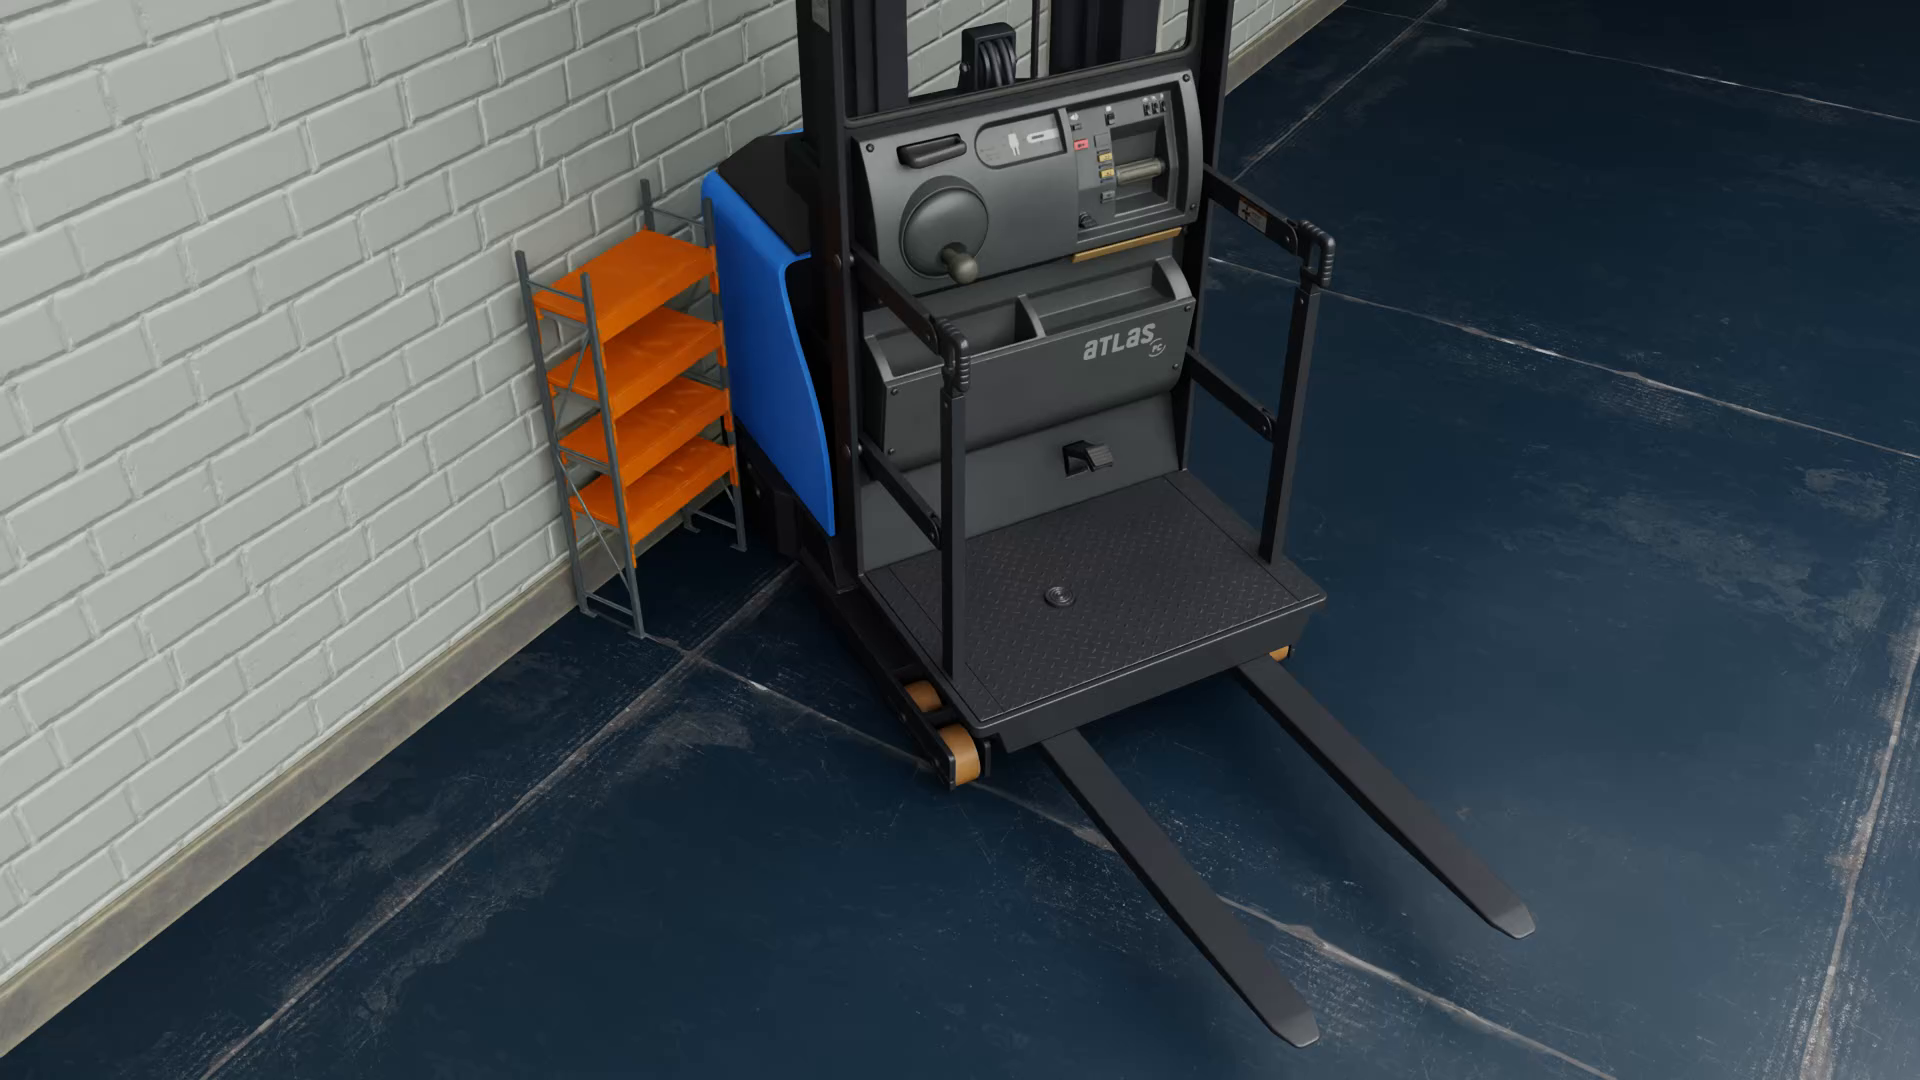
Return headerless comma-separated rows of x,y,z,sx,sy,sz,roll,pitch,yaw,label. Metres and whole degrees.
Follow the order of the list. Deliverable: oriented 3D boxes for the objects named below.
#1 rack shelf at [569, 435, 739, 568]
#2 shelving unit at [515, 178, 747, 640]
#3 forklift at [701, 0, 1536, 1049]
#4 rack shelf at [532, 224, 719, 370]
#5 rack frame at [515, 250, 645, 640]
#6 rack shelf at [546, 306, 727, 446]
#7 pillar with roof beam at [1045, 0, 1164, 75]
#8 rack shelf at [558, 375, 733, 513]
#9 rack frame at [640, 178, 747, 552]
-0.902,-0.141,4.885,0.258,0.148,0.480,21,42,25,rack shelf
-0.902,-0.351,4.723,0.258,1.200,0.503,21,42,25,shelving unit
0.293,-0.826,3.920,1.130,2.935,3.031,-18,41,-22,forklift
-0.902,-0.662,4.483,0.258,0.148,0.480,21,42,25,rack shelf
-1.030,-0.224,4.558,0.240,1.200,0.015,21,42,25,rack frame
-0.902,-0.475,4.627,0.258,0.148,0.480,21,42,25,rack shelf
4.195,-3.473,2.384,9.100,9.000,0.400,21,42,25,pillar with roof beam
-0.902,-0.298,4.764,0.258,0.148,0.480,21,42,25,rack shelf
-0.773,-0.478,4.887,0.240,1.200,0.015,21,42,25,rack frame
